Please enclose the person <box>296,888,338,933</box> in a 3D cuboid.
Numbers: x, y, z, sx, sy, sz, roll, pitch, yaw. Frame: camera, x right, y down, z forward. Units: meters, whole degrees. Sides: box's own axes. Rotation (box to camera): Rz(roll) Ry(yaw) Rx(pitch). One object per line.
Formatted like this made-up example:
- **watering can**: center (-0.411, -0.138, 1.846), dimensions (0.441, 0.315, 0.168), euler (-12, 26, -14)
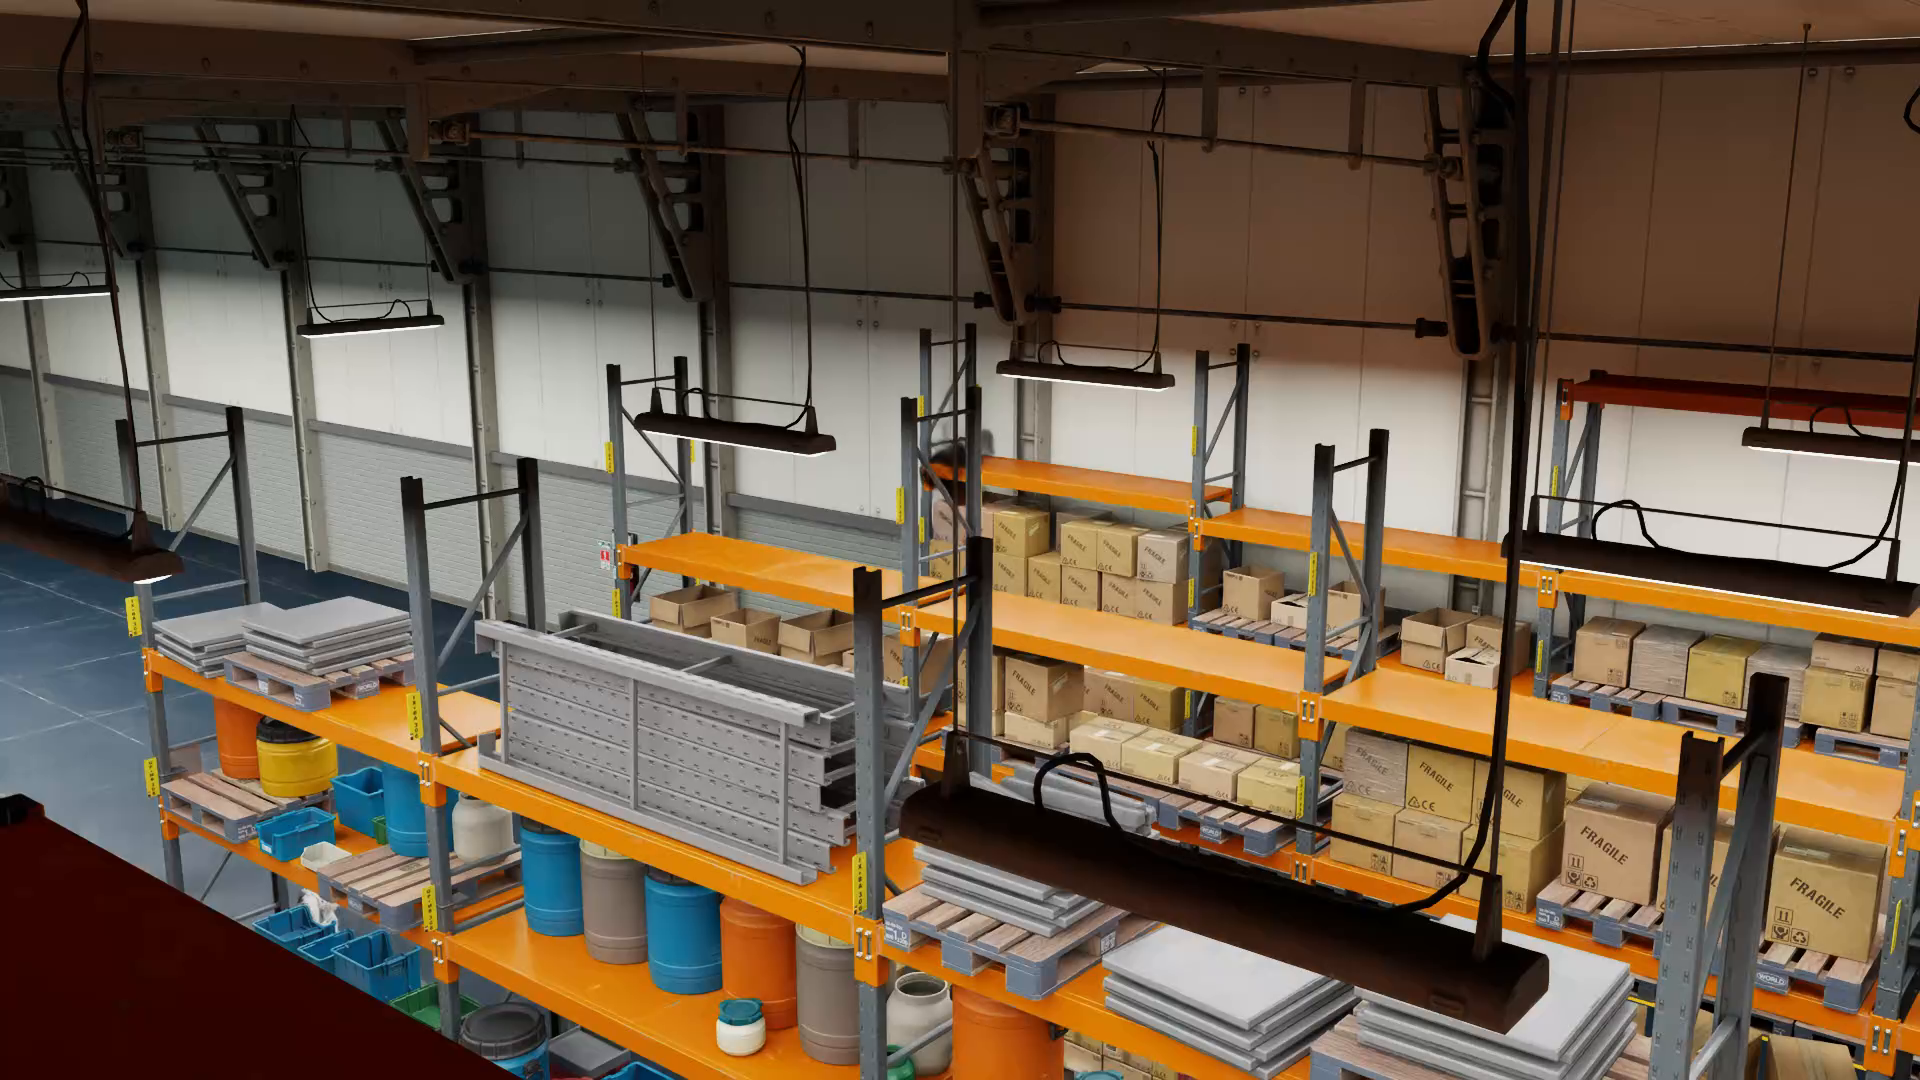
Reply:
- **person**: center (-6.136, 3.764, 15.902), dimensions (0.510, 1.622, 0.635), euler (0, 13, -2)
